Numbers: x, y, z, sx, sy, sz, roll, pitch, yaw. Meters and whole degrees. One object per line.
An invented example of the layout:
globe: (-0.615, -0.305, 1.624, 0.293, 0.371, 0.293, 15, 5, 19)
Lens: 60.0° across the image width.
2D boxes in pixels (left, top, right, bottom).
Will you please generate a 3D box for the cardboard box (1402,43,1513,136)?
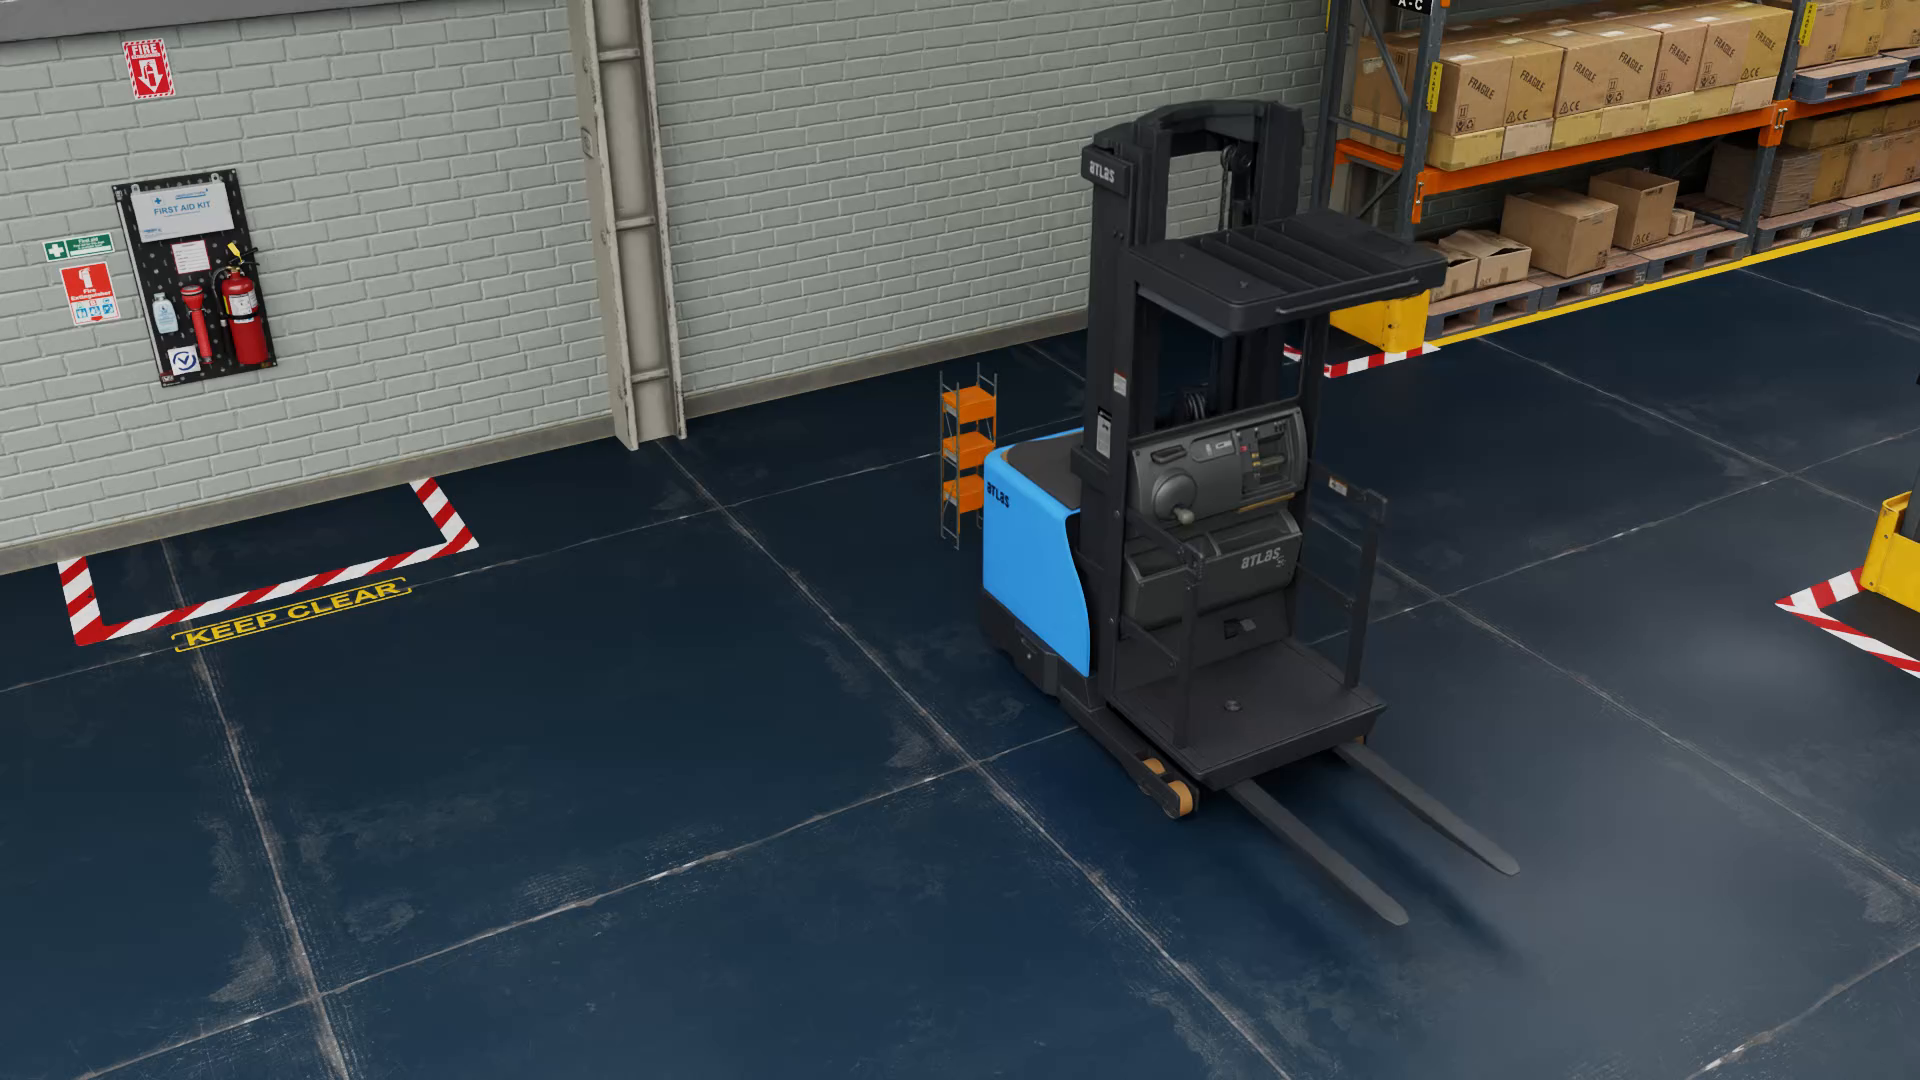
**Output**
cardboard box: (3.525, -3.205, 11.811, 0.500, 0.500, 0.500, -16, 33, -26)

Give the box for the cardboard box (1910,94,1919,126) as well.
cardboard box: (8.741, -4.015, 15.277, 0.500, 0.250, 0.500, -15, 32, -25)

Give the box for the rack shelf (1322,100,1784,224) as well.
rack shelf: (4.686, -3.116, 13.037, 4.000, 0.370, 1.077, -16, 33, -26)

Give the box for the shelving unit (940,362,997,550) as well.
shelving unit: (0.046, -0.473, 9.520, 0.252, 1.050, 0.215, -16, 33, -26)

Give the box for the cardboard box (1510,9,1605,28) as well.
cardboard box: (4.577, -3.788, 12.868, 0.500, 0.500, 0.500, -15, 32, -26)

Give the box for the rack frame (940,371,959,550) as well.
rack frame: (-0.059, -0.443, 9.466, 0.008, 1.050, 0.200, -16, 33, -26)

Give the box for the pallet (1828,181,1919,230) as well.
pallet: (8.134, -3.192, 15.315, 1.213, 0.211, 1.003, -16, 33, -26)

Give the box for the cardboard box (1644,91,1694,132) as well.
cardboard box: (5.296, -3.374, 12.893, 0.500, 0.250, 0.500, -16, 33, -27)

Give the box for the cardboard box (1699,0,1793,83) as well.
cardboard box: (6.159, -3.948, 13.157, 0.500, 0.500, 0.500, -16, 33, -26)

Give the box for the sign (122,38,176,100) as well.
sign: (-4.254, -2.470, 8.722, 0.199, 0.298, 0.001, -16, 33, -26)

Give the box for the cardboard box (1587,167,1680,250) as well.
cardboard box: (5.535, -2.748, 13.757, 0.500, 0.500, 0.500, -19, 34, -30)

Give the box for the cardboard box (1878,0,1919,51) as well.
cardboard box: (7.903, -4.576, 14.378, 0.500, 0.500, 0.700, -11, 31, -20)

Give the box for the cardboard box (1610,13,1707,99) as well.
cardboard box: (5.292, -3.704, 12.716, 0.500, 0.500, 0.500, -17, 33, -28)

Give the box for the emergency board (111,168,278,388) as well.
emergency board: (-4.196, -1.416, 9.211, 0.643, 1.169, 0.194, -16, 33, -26)

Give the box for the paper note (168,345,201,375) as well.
paper note: (-4.384, -1.015, 9.397, 0.142, 0.148, 0.016, -16, 33, -26)

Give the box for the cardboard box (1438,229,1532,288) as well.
cardboard box: (4.095, -2.229, 13.011, 0.500, 0.311, 0.500, -13, 31, -22)

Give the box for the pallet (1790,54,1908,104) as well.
pallet: (7.143, -3.963, 14.026, 1.213, 0.211, 1.003, -16, 33, -26)

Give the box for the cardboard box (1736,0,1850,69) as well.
cardboard box: (6.866, -4.268, 13.820, 0.500, 0.500, 0.700, -16, 33, -26)

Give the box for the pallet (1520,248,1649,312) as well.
pallet: (4.796, -2.220, 13.555, 1.213, 0.211, 1.003, -16, 33, -26)

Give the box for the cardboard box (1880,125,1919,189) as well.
cardboard box: (8.347, -3.589, 15.281, 0.500, 0.500, 0.700, -16, 33, -27)

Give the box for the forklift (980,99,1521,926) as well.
forklift: (1.268, -0.286, 7.235, 1.130, 2.935, 3.031, -15, 32, -26)

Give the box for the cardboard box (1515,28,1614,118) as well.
cardboard box: (4.405, -3.446, 12.247, 0.500, 0.500, 0.500, -17, 33, -28)

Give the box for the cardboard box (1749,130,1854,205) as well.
cardboard box: (7.456, -3.354, 14.854, 0.500, 0.500, 0.700, -17, 33, -27)

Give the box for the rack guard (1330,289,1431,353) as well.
rack guard: (3.027, -1.866, 12.614, 0.348, 0.500, 1.175, -16, 33, -26)

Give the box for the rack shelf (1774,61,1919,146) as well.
rack shelf: (8.134, -4.096, 14.811, 4.000, 0.370, 1.077, -16, 33, -26)

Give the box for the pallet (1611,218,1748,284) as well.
pallet: (5.849, -2.521, 14.099, 1.213, 0.211, 1.003, -16, 33, -26)

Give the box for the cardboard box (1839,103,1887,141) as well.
cardboard box: (7.861, -3.773, 14.837, 0.500, 0.250, 0.500, -17, 33, -28)

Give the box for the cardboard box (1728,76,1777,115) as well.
cardboard box: (6.155, -3.622, 13.343, 0.500, 0.250, 0.500, -16, 33, -26)

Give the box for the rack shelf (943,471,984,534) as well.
rack shelf: (0.046, -0.220, 9.659, 0.240, 0.259, 0.215, -16, 33, -26)

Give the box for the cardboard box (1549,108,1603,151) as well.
cardboard box: (4.426, -3.127, 12.447, 0.500, 0.250, 0.500, -16, 33, -27)

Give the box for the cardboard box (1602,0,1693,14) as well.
cardboard box: (5.451, -4.039, 13.323, 0.500, 0.500, 0.500, -16, 33, -27)

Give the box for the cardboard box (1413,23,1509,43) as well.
cardboard box: (3.699, -3.536, 12.412, 0.500, 0.500, 0.500, -15, 32, -26)

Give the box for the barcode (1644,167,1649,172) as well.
barcode: (5.823, -3.127, 14.112, 0.075, 0.075, 0.001, -16, 33, -26)

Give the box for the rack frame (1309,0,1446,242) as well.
rack frame: (2.961, -2.942, 11.976, 0.127, 3.000, 1.000, -16, 33, -26)

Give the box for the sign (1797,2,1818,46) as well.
sign: (6.692, -4.076, 13.135, 0.005, 0.325, 0.100, -16, 33, -26)

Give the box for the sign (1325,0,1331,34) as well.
sign: (2.697, -3.823, 12.048, 0.005, 0.325, 0.100, -16, 33, -26)

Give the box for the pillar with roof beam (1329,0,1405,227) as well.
pillar with roof beam: (5.308, -4.307, 8.240, 0.400, 9.000, 9.100, -16, 33, -26)

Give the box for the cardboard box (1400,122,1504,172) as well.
cardboard box: (3.543, -2.872, 11.984, 0.500, 0.250, 0.500, -17, 33, -28)
